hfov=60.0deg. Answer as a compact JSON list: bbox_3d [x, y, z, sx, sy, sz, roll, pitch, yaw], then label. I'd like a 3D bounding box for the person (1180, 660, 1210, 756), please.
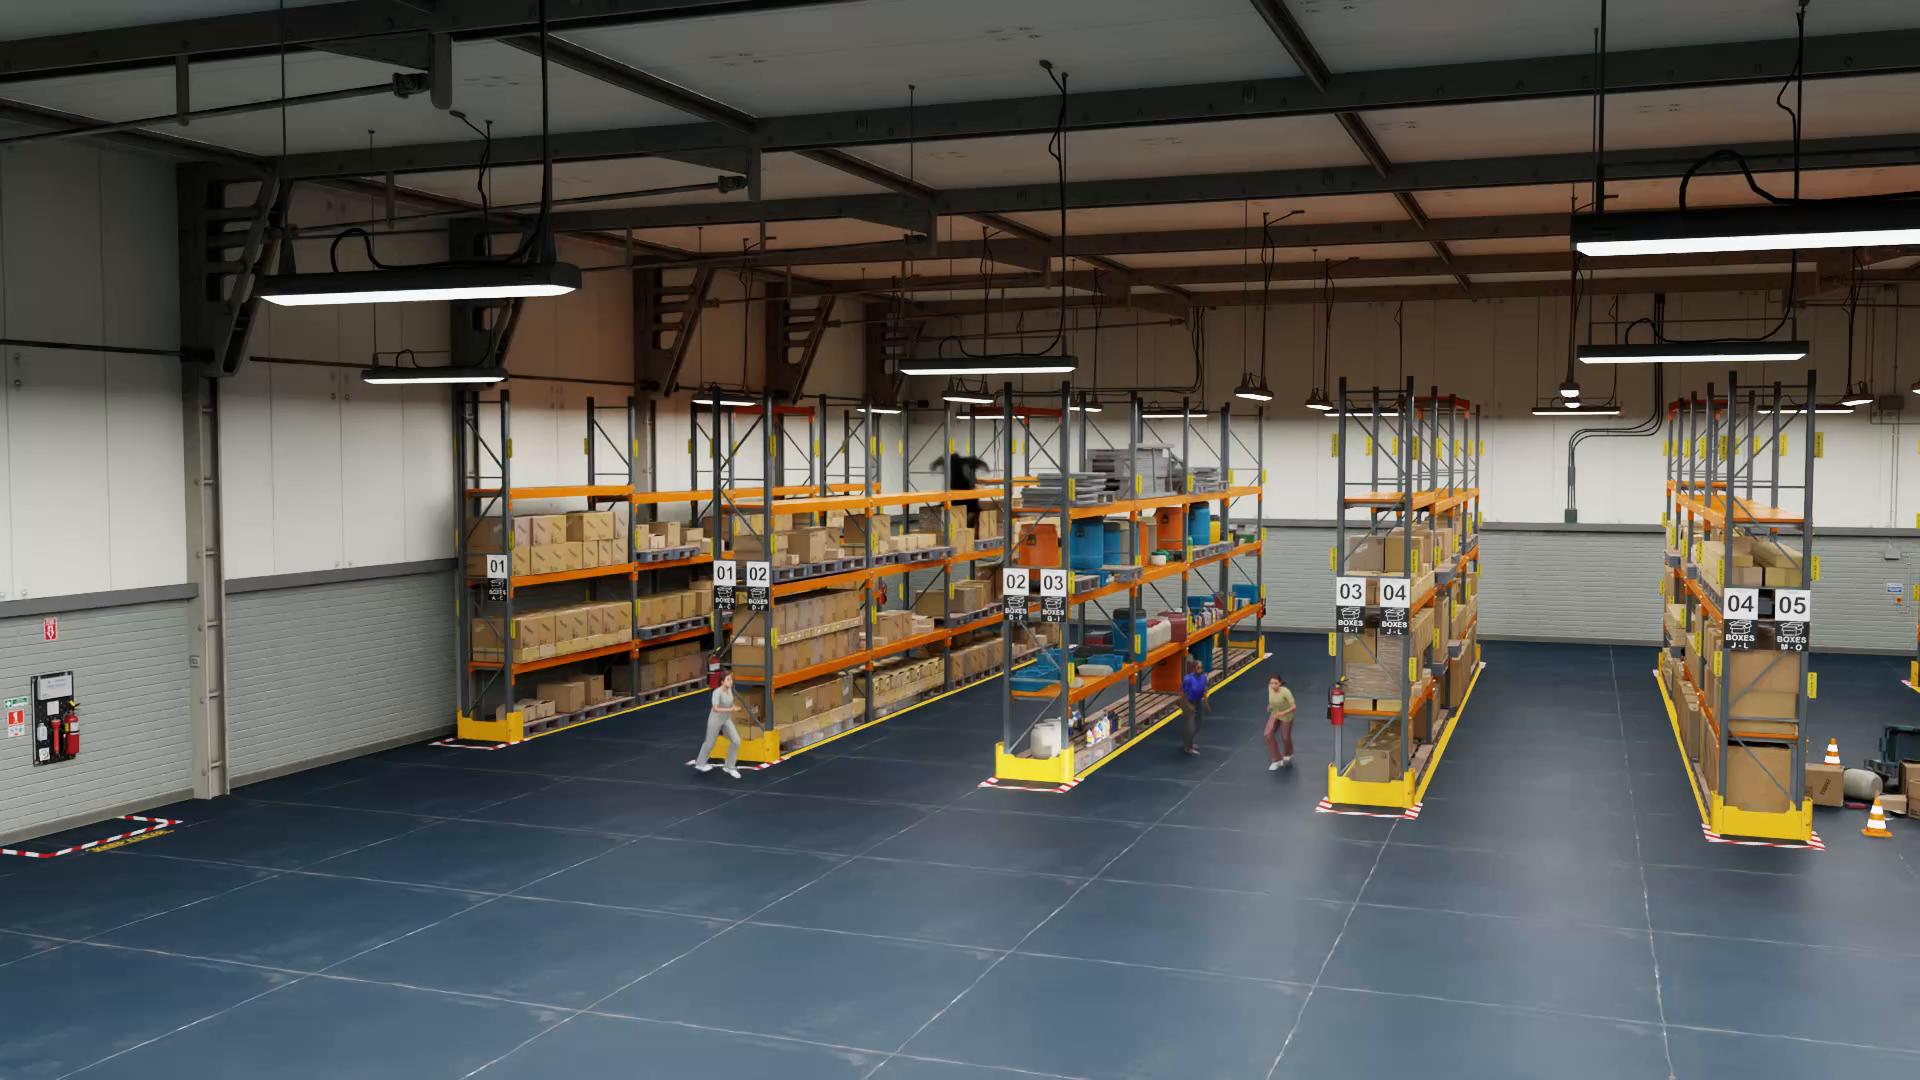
[{"bbox_3d":[3.787,2.726,27.226,0.593,1.602,0.758,-2,4,-30],"label":"person"}]

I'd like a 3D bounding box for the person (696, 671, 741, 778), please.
[{"bbox_3d":[-3.659,2.801,25.339,0.947,1.634,0.560,3,4,39],"label":"person"}]

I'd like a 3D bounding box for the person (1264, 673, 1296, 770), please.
[{"bbox_3d":[5.076,2.794,26.043,0.589,1.511,1.014,2,4,34],"label":"person"}]

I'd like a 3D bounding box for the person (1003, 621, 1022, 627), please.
[{"bbox_3d":[1.468,1.760,44.020,0.728,1.596,1.074,-2,4,-32],"label":"person"}]
